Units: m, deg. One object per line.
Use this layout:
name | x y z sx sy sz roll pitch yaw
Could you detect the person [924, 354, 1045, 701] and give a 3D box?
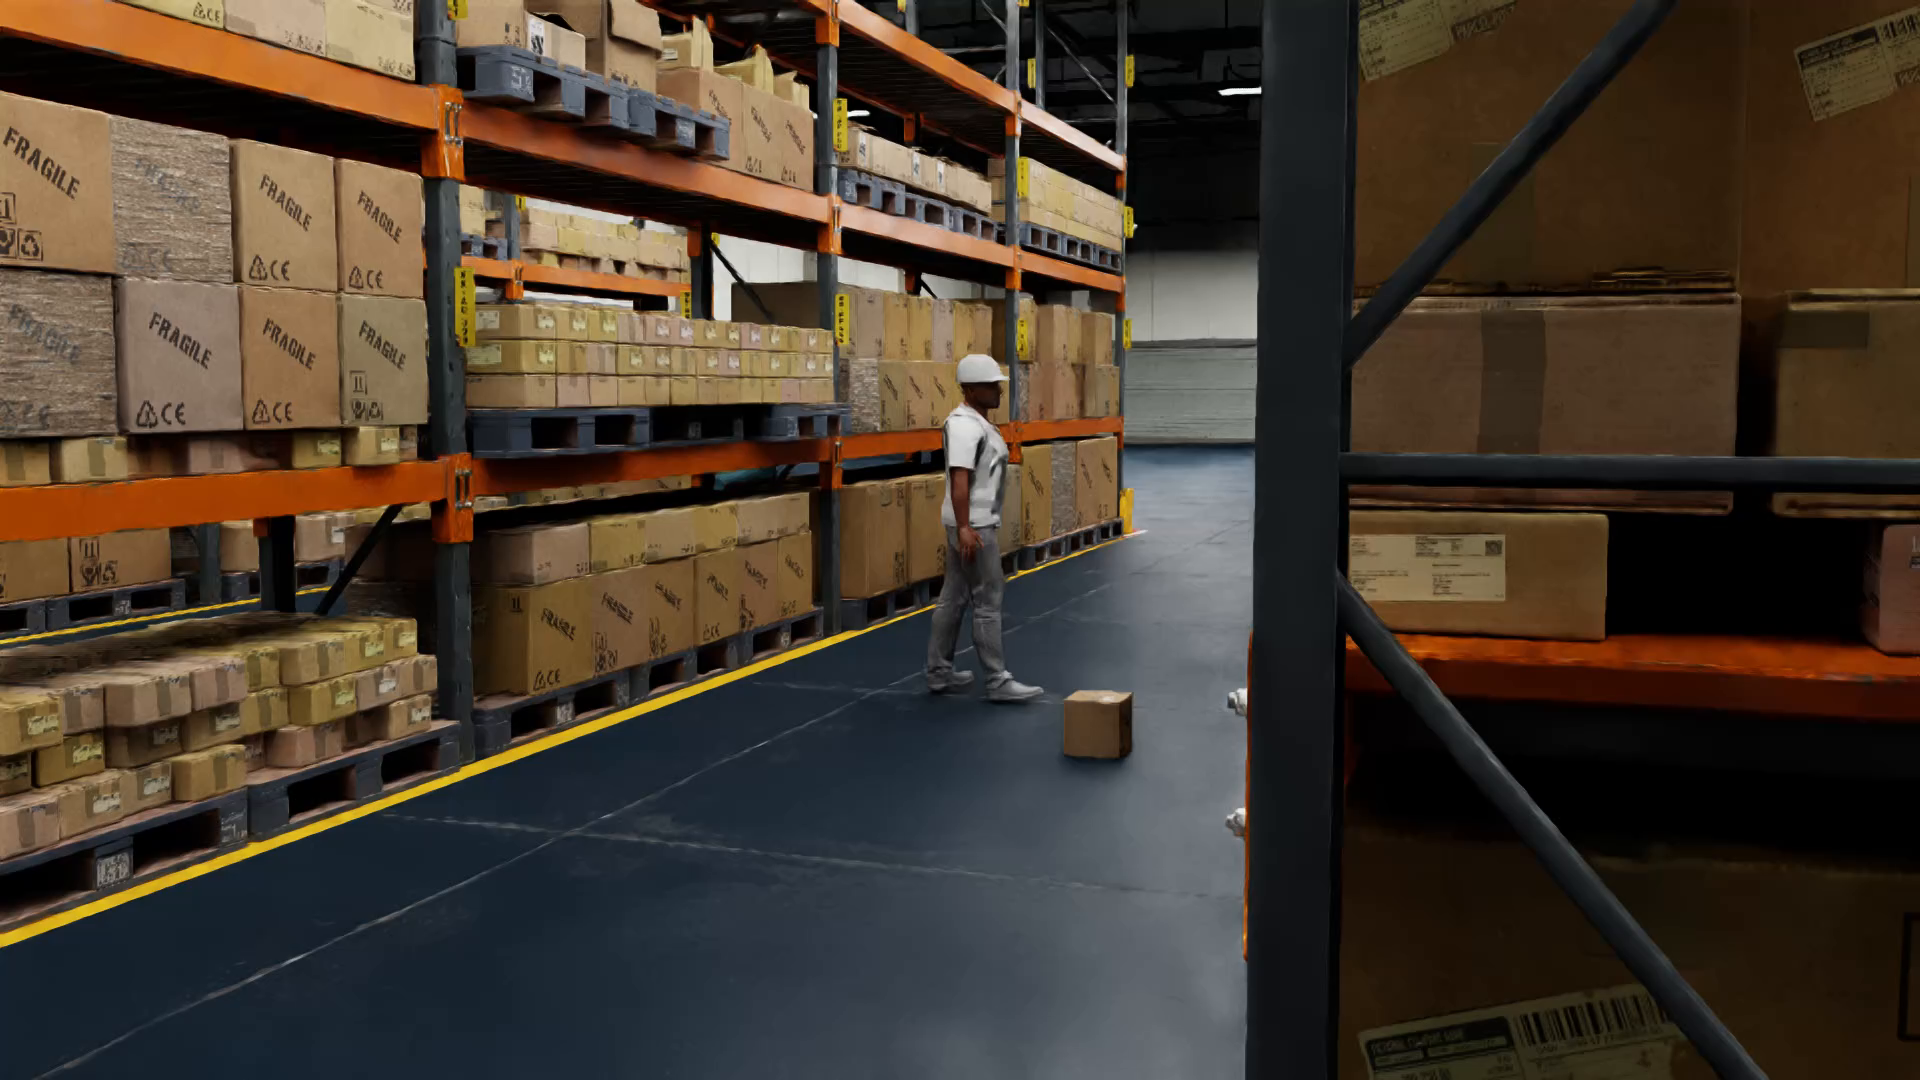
person | 0.122 -0.067 8.532 0.633 1.766 0.709 0 5 3
